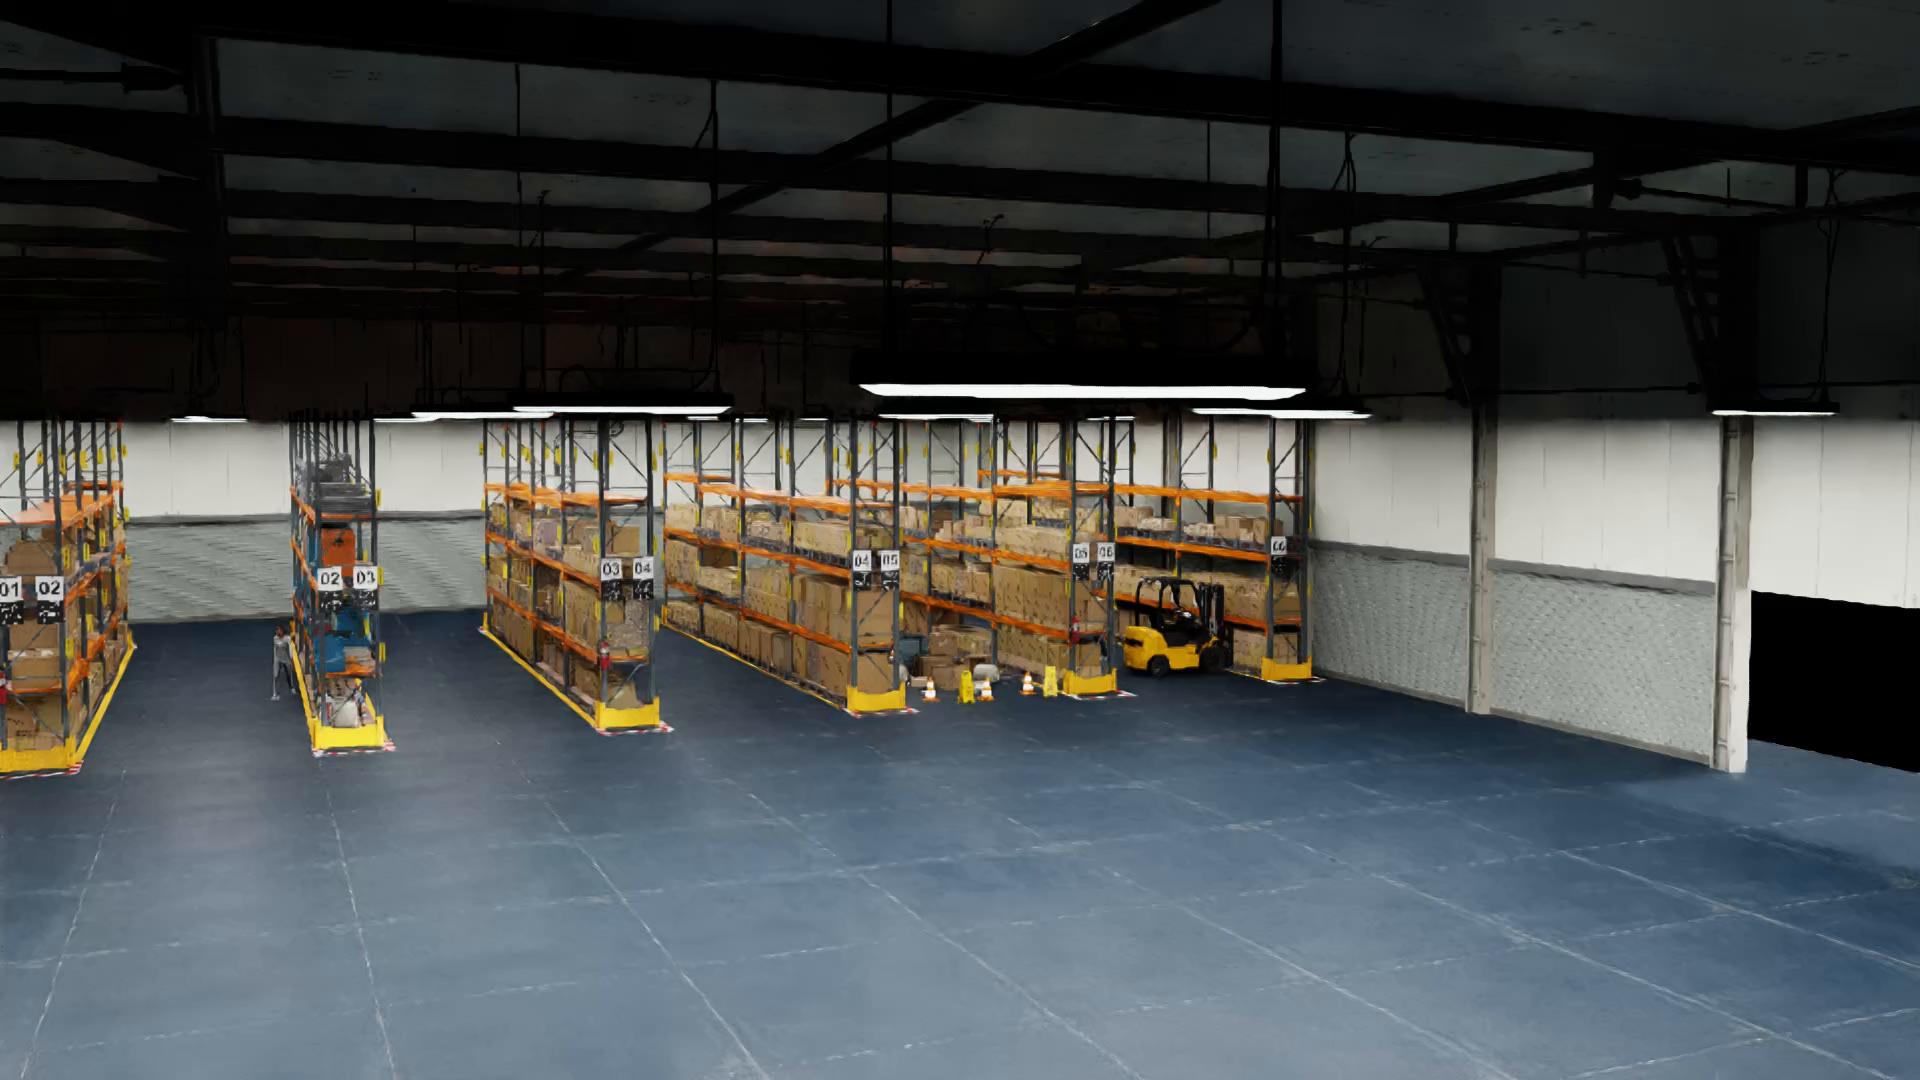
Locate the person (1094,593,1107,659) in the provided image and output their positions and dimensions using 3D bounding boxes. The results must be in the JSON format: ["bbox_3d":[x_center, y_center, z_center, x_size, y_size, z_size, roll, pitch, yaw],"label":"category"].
[{"bbox_3d":[3.340,2.087,40.414,0.511,1.596,0.494,0,4,7],"label":"person"}]

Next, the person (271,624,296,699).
[{"bbox_3d":[-14.101,2.513,34.697,0.440,1.532,0.848,0,4,-6],"label":"person"}]

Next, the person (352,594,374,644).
[{"bbox_3d":[-15.547,1.874,43.143,0.483,1.621,0.995,-2,5,-32],"label":"person"}]
